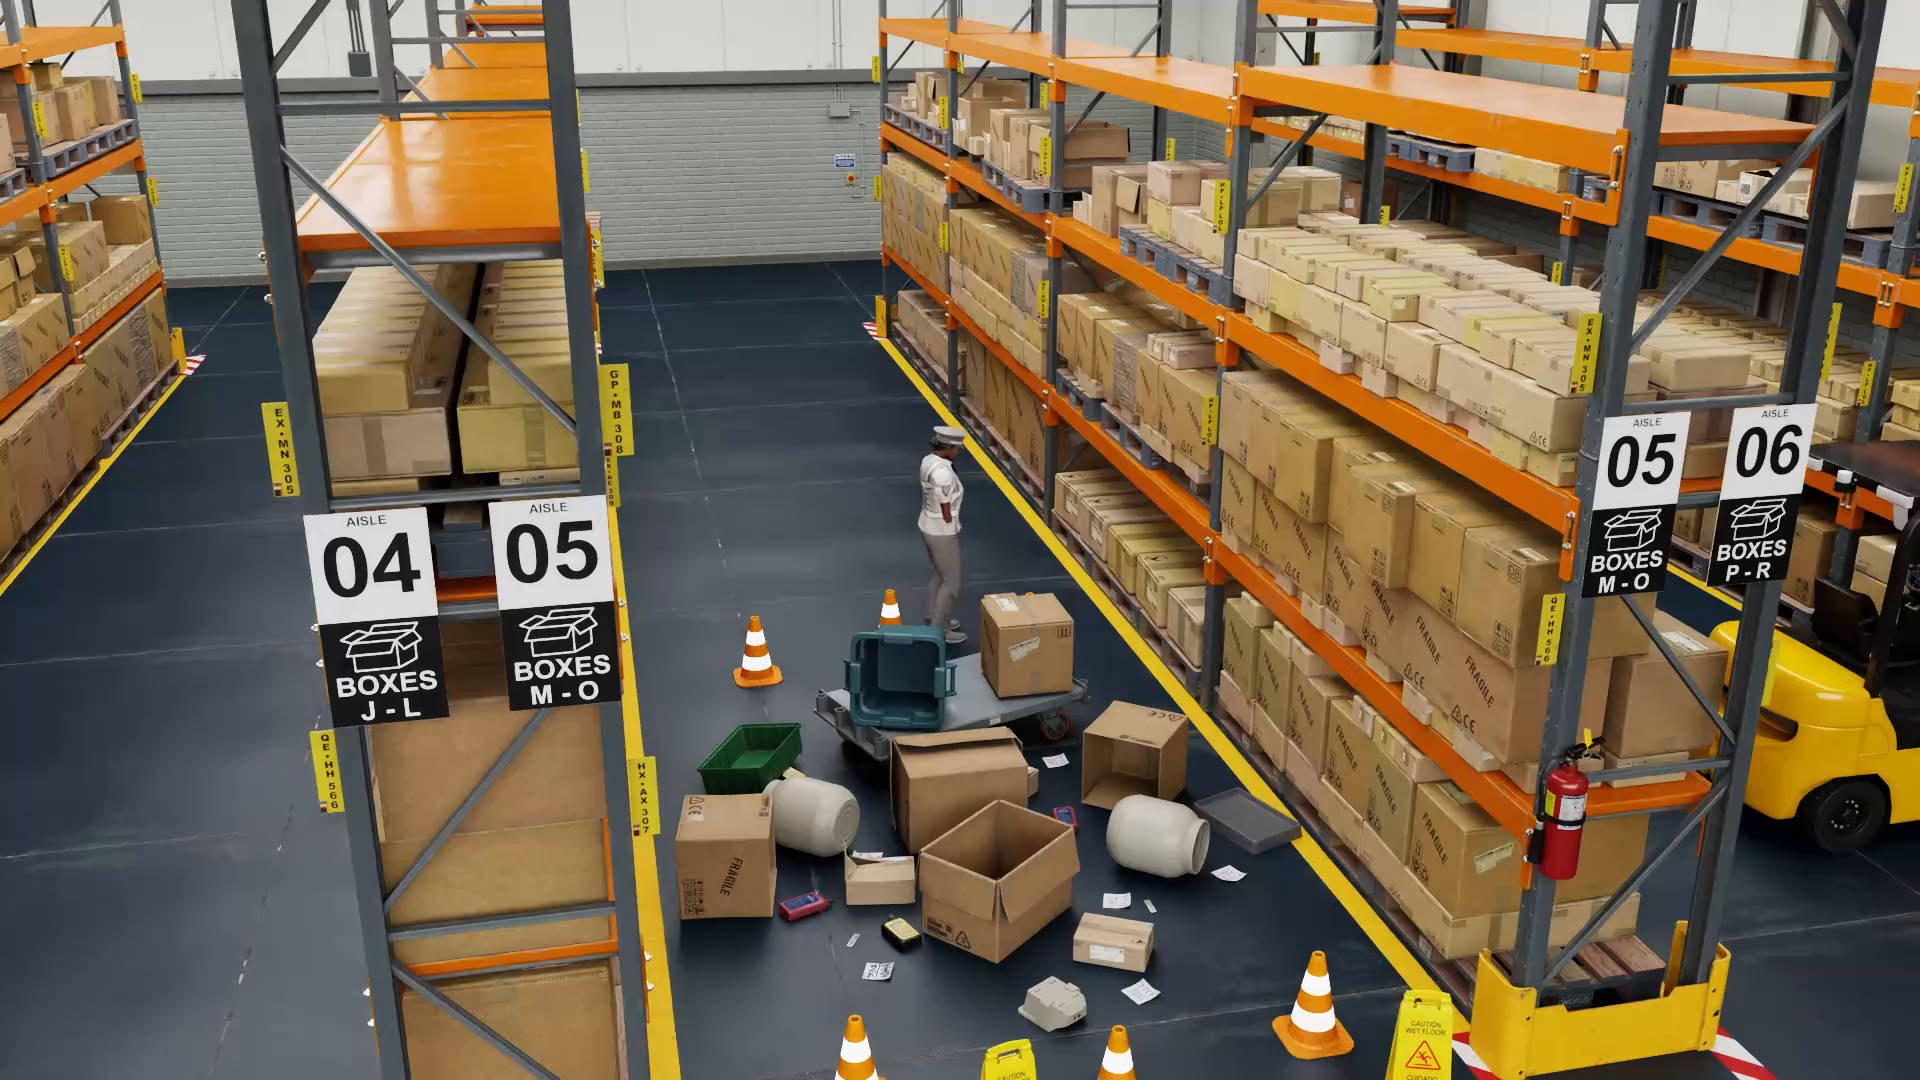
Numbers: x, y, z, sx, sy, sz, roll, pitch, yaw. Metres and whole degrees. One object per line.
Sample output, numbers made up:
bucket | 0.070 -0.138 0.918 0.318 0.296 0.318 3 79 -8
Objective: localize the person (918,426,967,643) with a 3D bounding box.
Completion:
person | -0.131 -0.052 12.532 0.365 1.650 0.444 -4 20 -11
